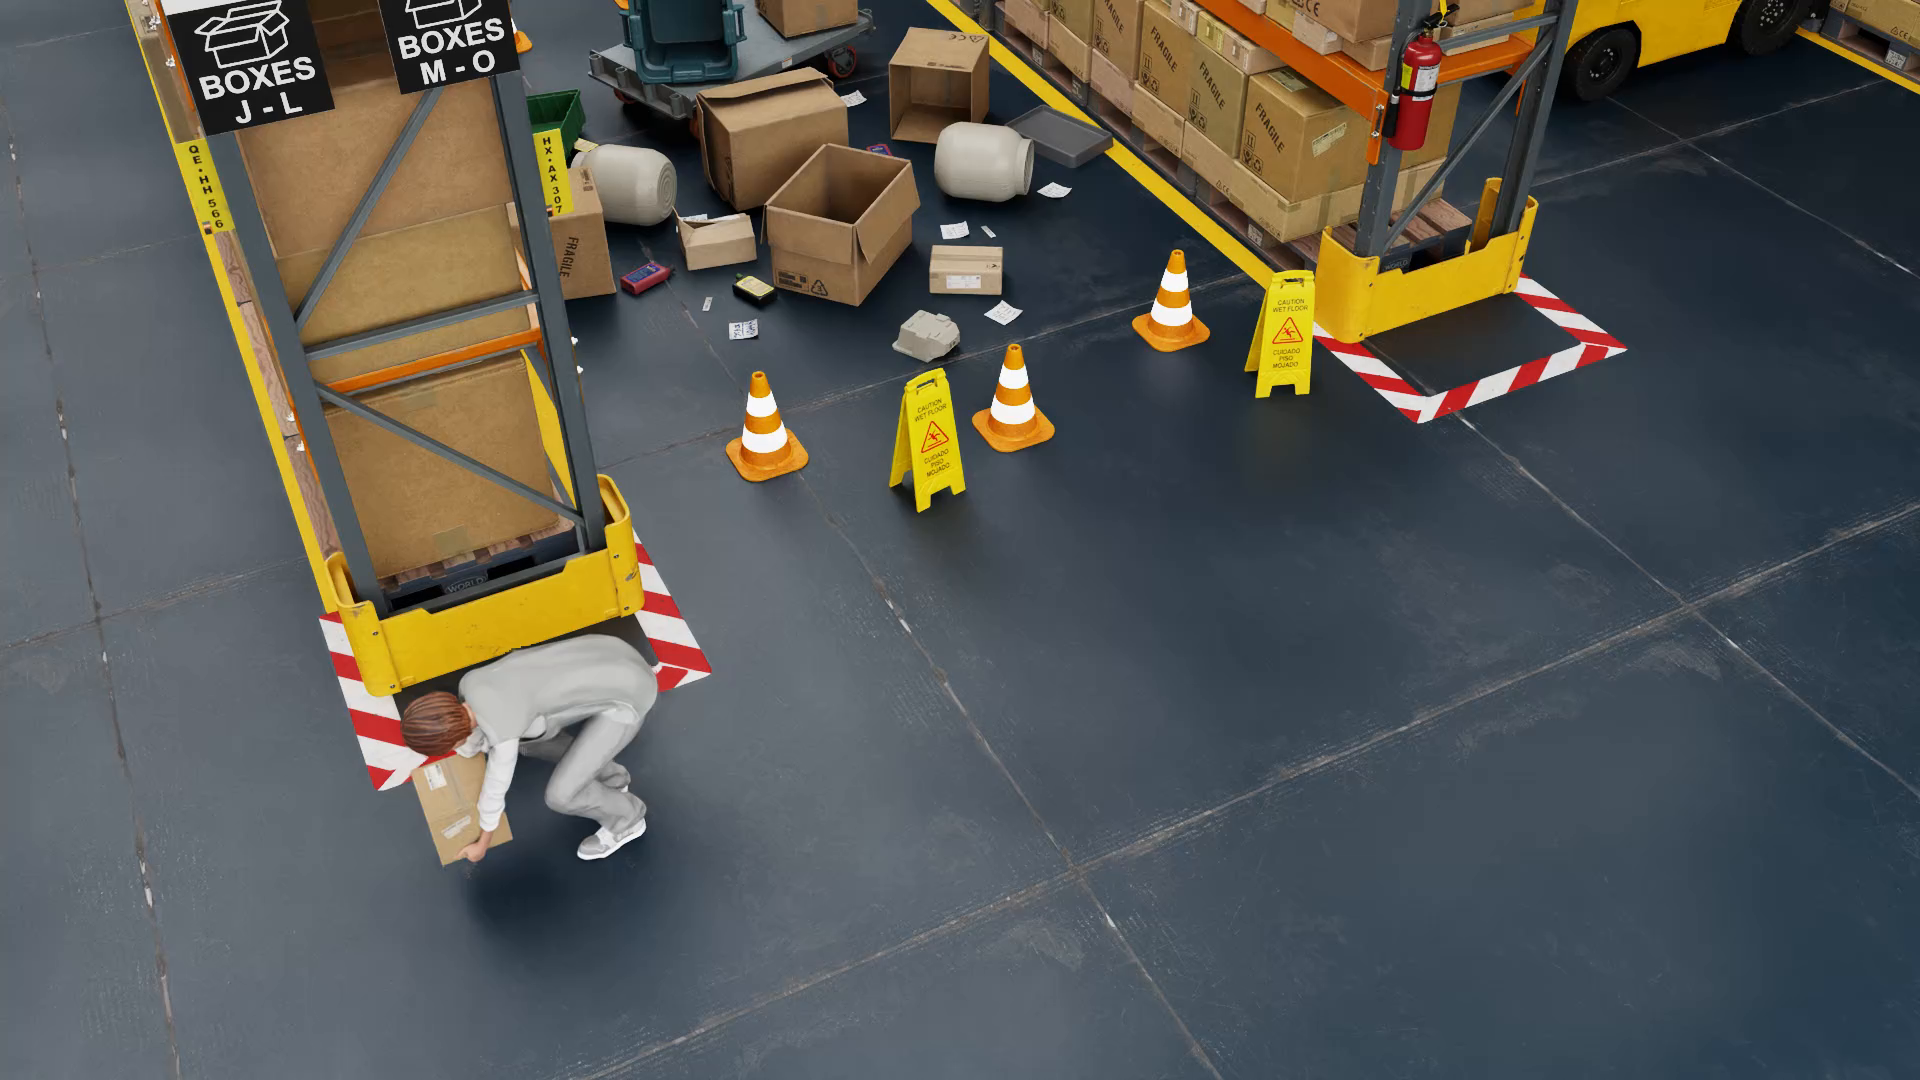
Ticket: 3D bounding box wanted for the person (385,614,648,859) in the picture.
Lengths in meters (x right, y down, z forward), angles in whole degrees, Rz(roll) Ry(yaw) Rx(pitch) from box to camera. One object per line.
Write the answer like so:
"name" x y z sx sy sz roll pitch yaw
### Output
"person" -1.480 0.704 5.789 0.853 1.056 0.394 -21 46 -22
